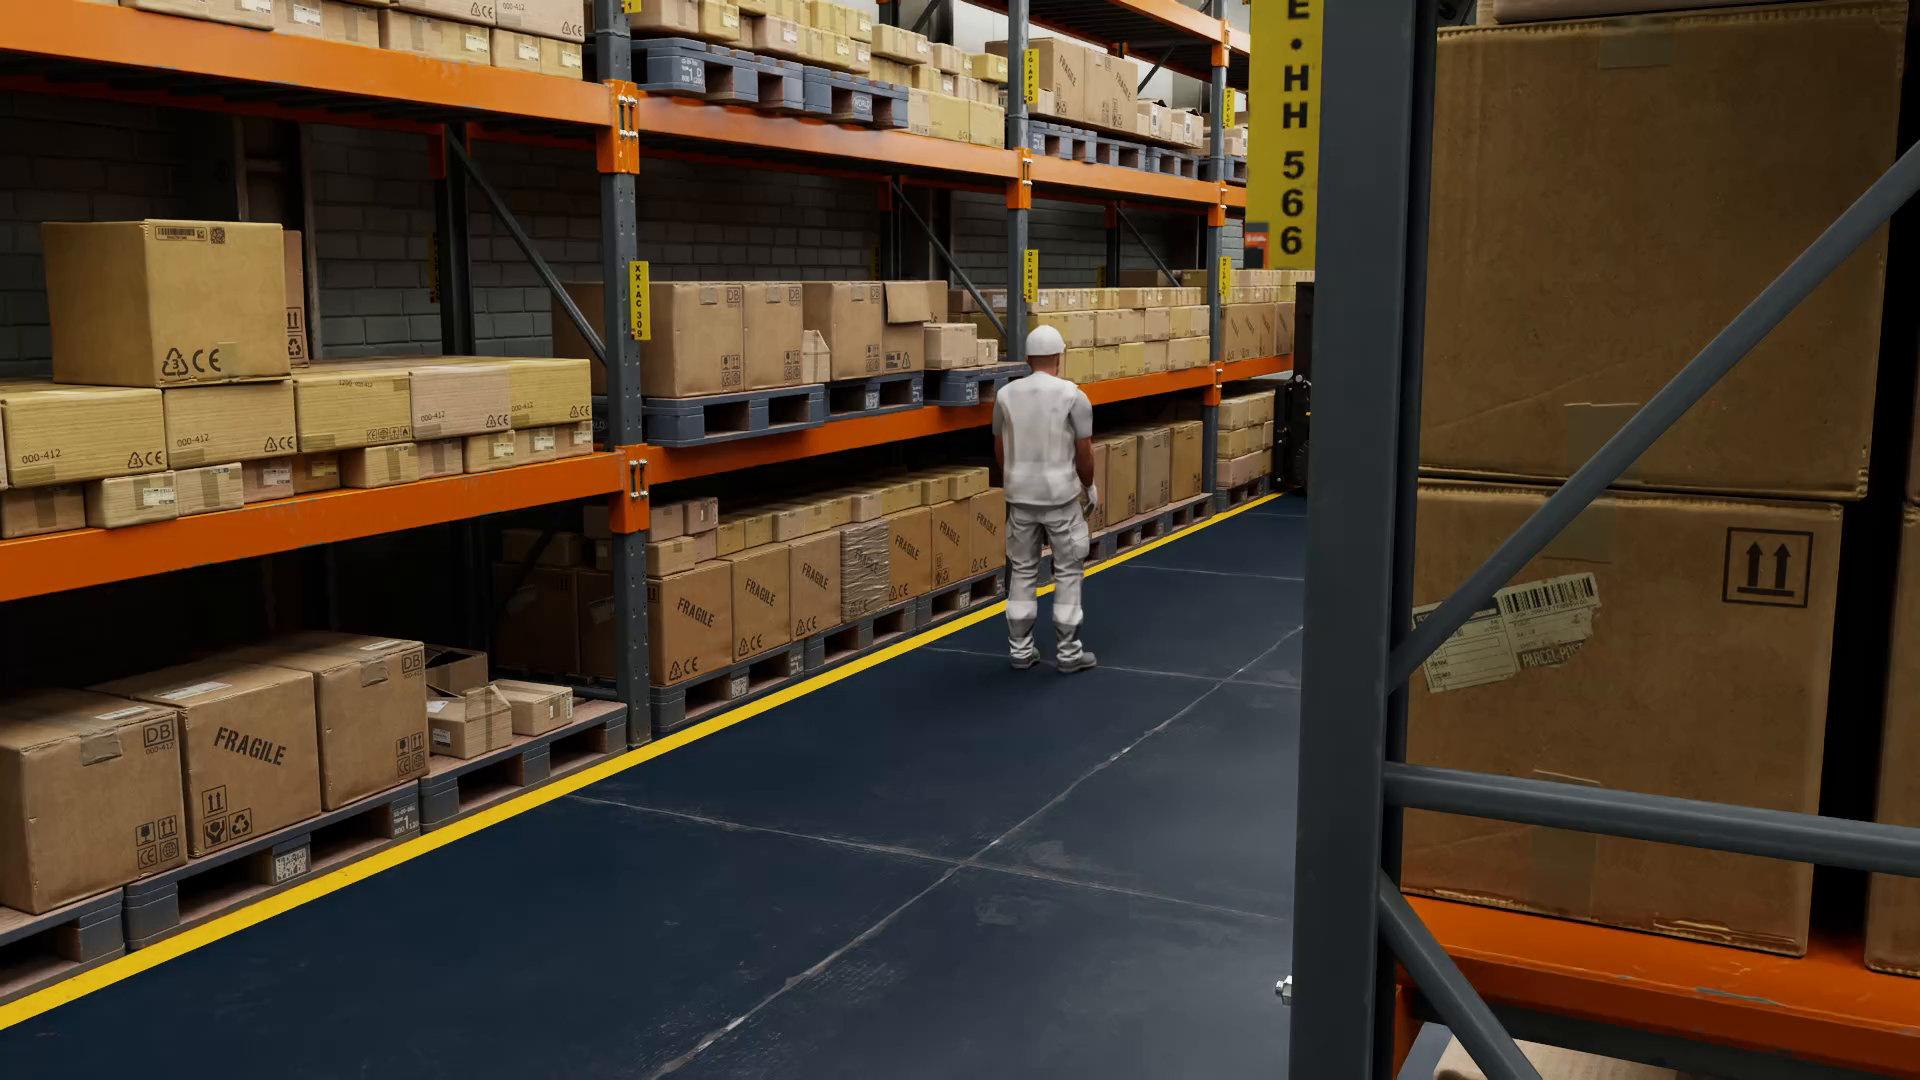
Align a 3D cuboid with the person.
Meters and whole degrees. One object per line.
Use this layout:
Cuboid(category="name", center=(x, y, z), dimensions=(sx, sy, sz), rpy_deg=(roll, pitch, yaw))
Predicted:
Cuboid(category="person", center=(0.439, -0.212, 8.632), dimensions=(0.539, 1.790, 0.437), rpy_deg=(4, 10, 24))
